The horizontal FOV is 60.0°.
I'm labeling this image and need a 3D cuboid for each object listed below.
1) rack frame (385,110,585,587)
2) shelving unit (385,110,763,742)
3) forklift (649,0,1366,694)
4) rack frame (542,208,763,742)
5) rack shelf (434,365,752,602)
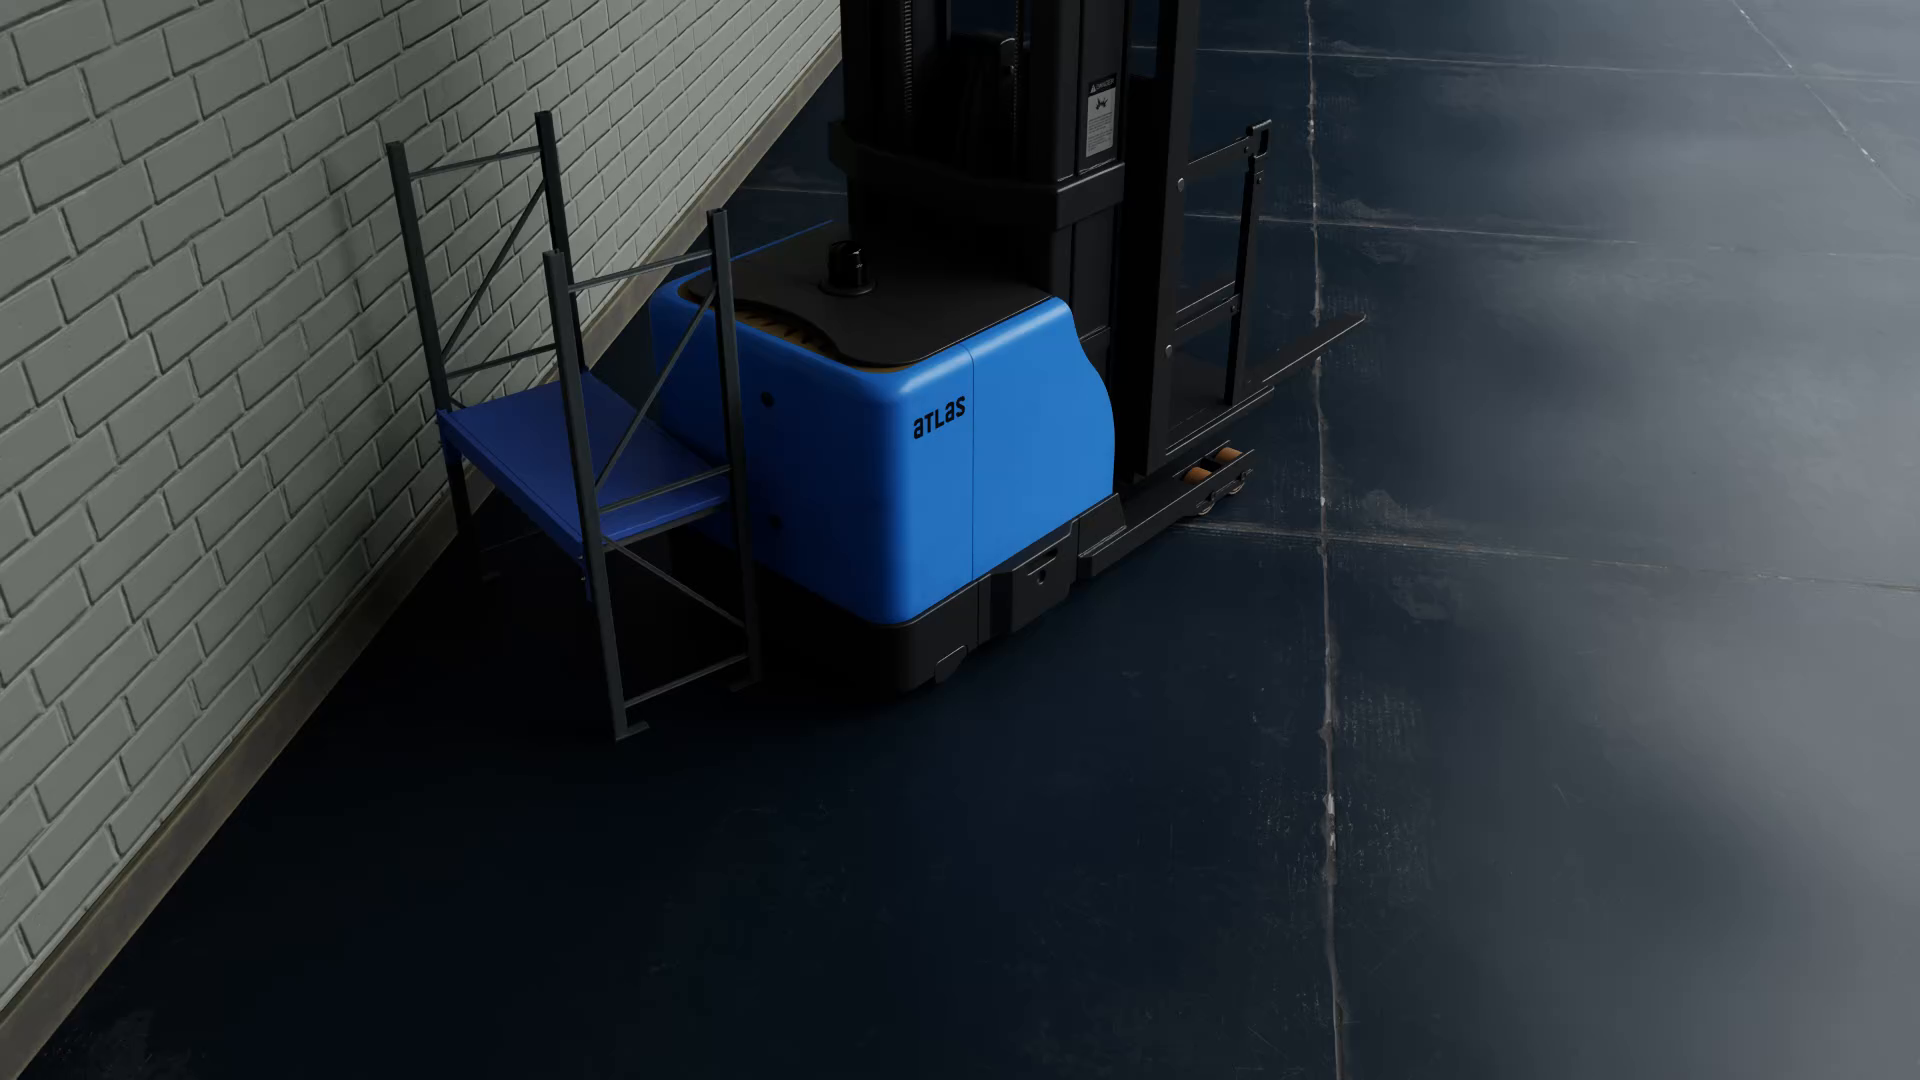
[{"bbox_3d":[-1.425,-0.565,5.239,0.500,1.500,0.032,-22,38,-31],"label":"rack frame"},{"bbox_3d":[-1.117,-0.351,4.897,0.538,1.500,1.048,-22,38,-31],"label":"shelving unit"},{"bbox_3d":[0.412,-1.490,5.368,1.130,2.935,3.031,25,40,34],"label":"forklift"},{"bbox_3d":[-0.808,-0.137,4.555,0.500,1.500,0.032,-22,38,-31],"label":"rack frame"},{"bbox_3d":[-1.117,-0.198,4.992,0.538,0.185,1.000,-22,38,-31],"label":"rack shelf"}]
